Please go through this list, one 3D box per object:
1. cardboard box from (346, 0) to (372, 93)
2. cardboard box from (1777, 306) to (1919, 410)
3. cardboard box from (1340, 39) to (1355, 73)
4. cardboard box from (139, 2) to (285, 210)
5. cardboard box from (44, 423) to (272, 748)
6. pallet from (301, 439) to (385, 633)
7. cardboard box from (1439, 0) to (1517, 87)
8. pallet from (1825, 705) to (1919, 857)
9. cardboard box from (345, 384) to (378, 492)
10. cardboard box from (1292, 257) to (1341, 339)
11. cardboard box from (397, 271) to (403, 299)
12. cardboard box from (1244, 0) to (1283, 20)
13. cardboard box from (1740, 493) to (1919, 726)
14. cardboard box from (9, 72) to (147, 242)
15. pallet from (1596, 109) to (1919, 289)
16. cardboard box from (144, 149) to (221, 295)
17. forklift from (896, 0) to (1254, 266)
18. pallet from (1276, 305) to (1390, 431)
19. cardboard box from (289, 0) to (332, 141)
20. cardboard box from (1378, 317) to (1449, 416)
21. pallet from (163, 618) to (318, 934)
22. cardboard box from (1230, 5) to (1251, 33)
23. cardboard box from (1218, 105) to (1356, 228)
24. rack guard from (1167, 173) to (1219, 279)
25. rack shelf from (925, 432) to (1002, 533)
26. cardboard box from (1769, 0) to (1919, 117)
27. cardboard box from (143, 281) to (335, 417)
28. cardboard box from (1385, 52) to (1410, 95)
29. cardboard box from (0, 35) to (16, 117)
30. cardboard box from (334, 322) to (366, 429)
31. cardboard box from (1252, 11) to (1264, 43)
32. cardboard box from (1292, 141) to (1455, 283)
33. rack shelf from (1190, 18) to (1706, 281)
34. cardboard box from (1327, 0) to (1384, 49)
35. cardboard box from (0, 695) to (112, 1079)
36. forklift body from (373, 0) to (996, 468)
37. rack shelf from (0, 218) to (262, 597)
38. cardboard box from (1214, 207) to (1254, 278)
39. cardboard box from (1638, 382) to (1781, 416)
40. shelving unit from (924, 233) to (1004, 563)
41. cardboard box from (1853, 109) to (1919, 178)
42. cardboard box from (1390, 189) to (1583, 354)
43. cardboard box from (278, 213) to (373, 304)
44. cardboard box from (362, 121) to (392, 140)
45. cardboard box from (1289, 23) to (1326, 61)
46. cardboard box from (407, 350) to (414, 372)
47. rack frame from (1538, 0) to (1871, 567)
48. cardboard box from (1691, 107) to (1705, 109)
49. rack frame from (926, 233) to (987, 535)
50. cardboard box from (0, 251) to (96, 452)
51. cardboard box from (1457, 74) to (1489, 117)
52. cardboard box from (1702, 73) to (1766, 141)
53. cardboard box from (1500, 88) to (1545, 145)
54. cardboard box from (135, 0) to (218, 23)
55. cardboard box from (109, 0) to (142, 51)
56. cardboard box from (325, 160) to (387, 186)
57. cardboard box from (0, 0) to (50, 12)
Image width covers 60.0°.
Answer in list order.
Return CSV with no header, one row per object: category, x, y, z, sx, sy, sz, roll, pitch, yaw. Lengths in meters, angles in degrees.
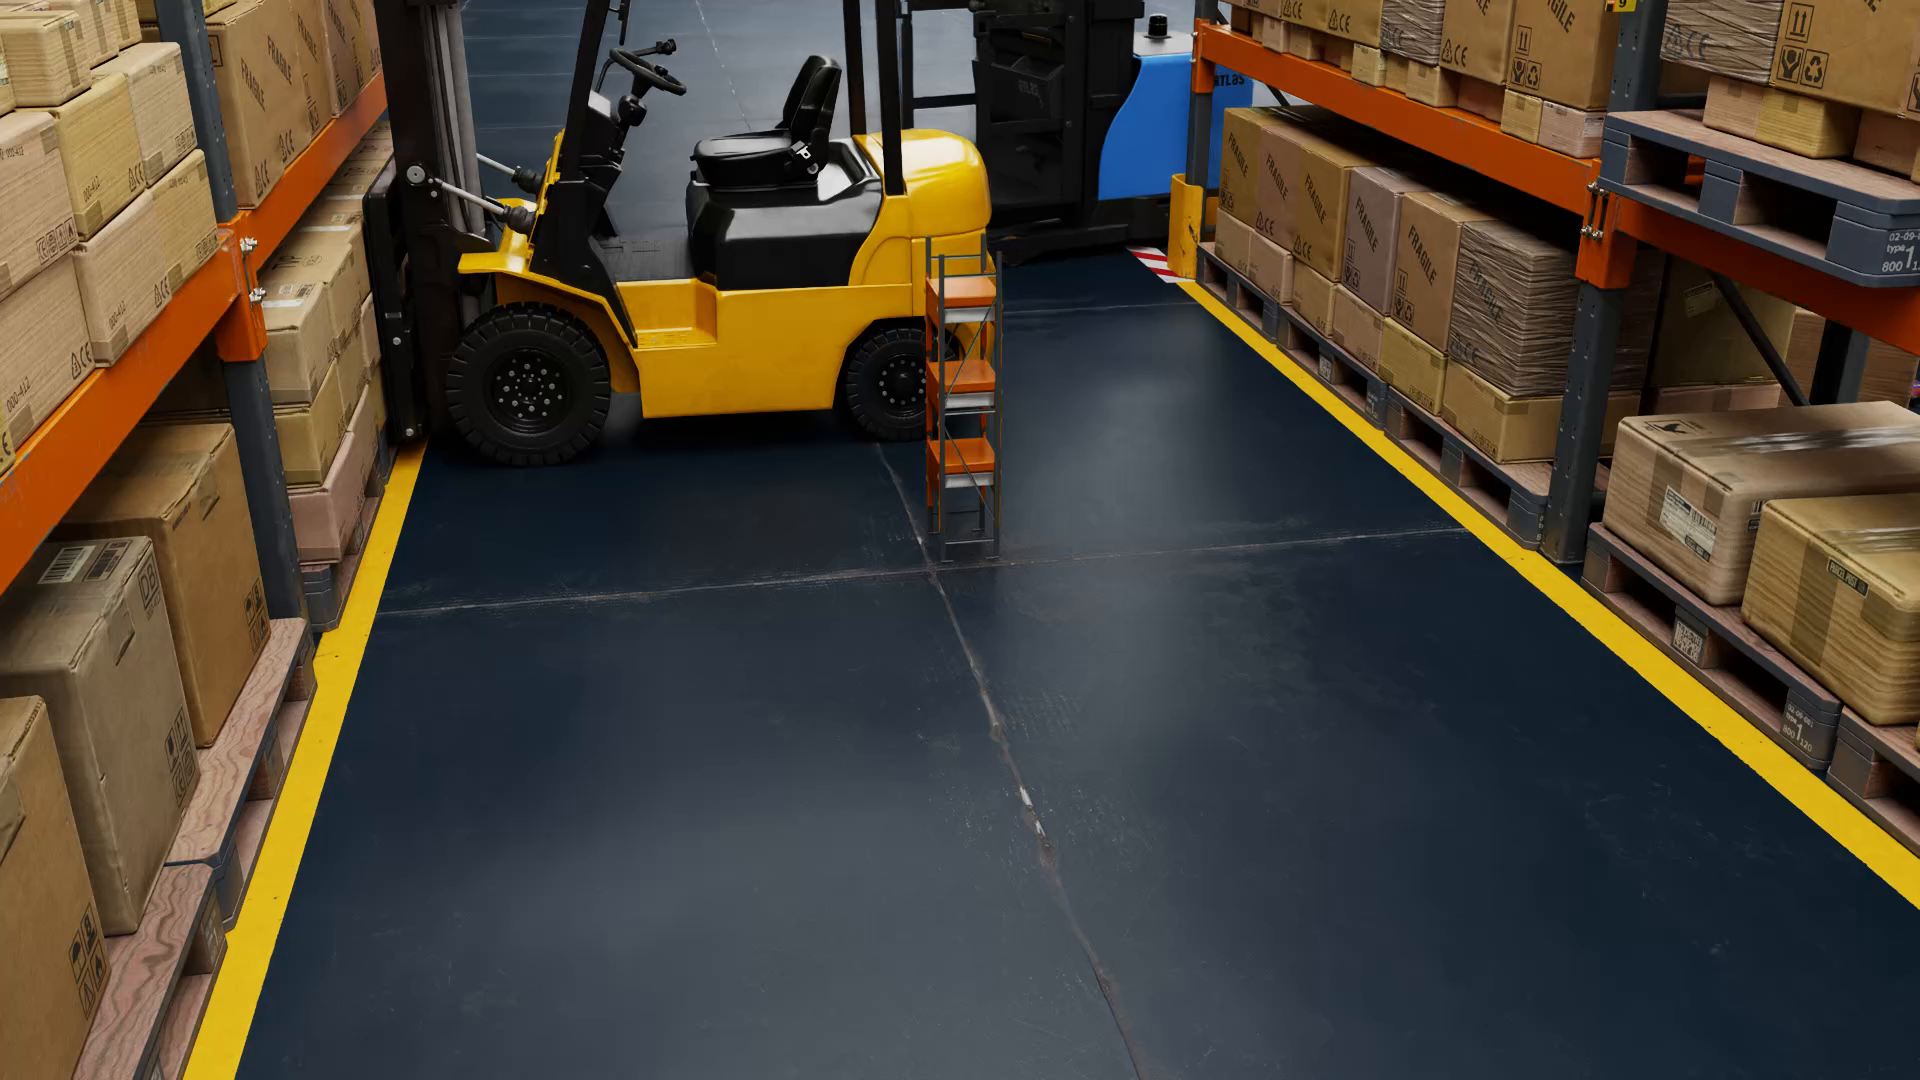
cardboard box,-2.616,-2.015,6.491,0.500,0.500,0.500,-5,24,-11
cardboard box,3.609,-0.723,6.777,0.500,0.500,0.500,13,27,27
cardboard box,1.829,-2.038,6.982,0.380,0.149,0.250,-5,24,-11
cardboard box,-2.233,-1.216,4.661,0.500,0.500,0.500,-5,24,-11
cardboard box,-2.300,0.124,4.161,0.875,0.625,0.625,-3,24,-7
pallet,-2.514,-0.014,5.519,1.003,0.211,1.213,-4,24,-10
cardboard box,2.041,-1.885,5.823,0.500,0.500,0.500,-4,24,-8
pallet,2.844,0.720,3.838,1.003,0.211,1.213,-4,24,-10
cardboard box,-2.281,-0.322,5.650,0.500,0.250,0.500,-5,24,-11
cardboard box,1.808,-1.098,7.427,0.500,0.250,0.500,-3,24,-6
cardboard box,-2.463,-0.946,6.454,0.500,0.250,0.500,-4,24,-10
cardboard box,1.644,-2.690,7.665,0.500,0.500,0.500,-4,24,-8
cardboard box,2.705,0.155,4.405,0.950,0.372,0.625,-3,24,-6
cardboard box,-1.964,-0.760,3.306,0.500,0.250,0.500,-5,24,-11
pallet,2.468,-0.946,4.407,1.003,0.211,1.213,-4,24,-10
cardboard box,-2.058,-0.729,3.858,0.500,0.250,0.500,-4,24,-9
forklift,0.150,-3.071,9.119,3.031,2.935,1.130,-11,26,-24
pallet,2.082,-0.810,7.340,1.003,0.211,1.213,-4,24,-10
cardboard box,-2.441,-1.619,5.583,0.500,0.500,0.500,-5,24,-10
cardboard box,1.988,-0.699,6.513,0.500,0.250,0.500,-5,24,-11
pallet,-2.233,0.589,4.138,1.003,0.211,1.213,-4,24,-10
cardboard box,1.589,-2.654,8.393,0.380,0.149,0.250,-4,24,-10
cardboard box,1.612,-1.847,8.206,0.500,0.500,0.500,-5,24,-12
rack guard,1.744,-1.743,9.116,1.175,0.500,0.348,-4,24,-10
rack shelf,0.010,-0.196,5.607,0.215,0.259,0.240,-4,24,-10
cardboard box,2.368,-1.317,3.996,0.500,0.500,0.500,-4,24,-10
cardboard box,-2.189,-0.580,4.992,0.500,0.250,0.500,-5,24,-11
cardboard box,1.902,-1.836,6.520,0.380,0.149,0.250,-5,24,-11
cardboard box,-1.902,-0.800,2.898,0.380,0.149,0.250,-5,24,-11
cardboard box,-2.289,-0.549,5.545,0.500,0.250,0.500,-4,24,-10
cardboard box,1.619,-2.446,7.916,0.380,0.149,0.250,-5,24,-11
cardboard box,1.798,-1.444,7.282,0.500,0.500,0.500,-4,24,-9
rack shelf,2.100,-1.802,7.027,1.077,0.370,4.000,-4,24,-10
cardboard box,1.841,-2.290,6.750,0.500,0.500,0.500,-5,24,-11
cardboard box,-2.023,0.725,2.784,0.875,0.625,0.625,-5,24,-12
forklift body,-1.004,-1.550,6.611,2.313,2.155,1.214,-4,24,-10
rack shelf,-2.038,0.140,2.580,1.077,0.370,4.000,-4,24,-10
cardboard box,1.607,-1.513,8.377,0.500,0.250,0.500,-5,24,-10
cardboard box,2.626,-0.529,6.125,0.500,0.250,0.500,-5,24,-12
shelving unit,0.010,-0.460,5.492,0.215,1.050,0.252,-4,24,-10
cardboard box,2.426,-0.977,4.028,0.380,0.149,0.250,-3,24,-6
cardboard box,2.001,-1.034,6.343,0.500,0.500,0.500,-4,24,-9
cardboard box,-2.377,-0.977,5.901,0.500,0.250,0.500,-3,24,-8
cardboard box,-2.756,-1.782,7.744,0.500,0.250,0.500,-4,24,-8
cardboard box,1.702,-2.243,7.452,0.380,0.149,0.250,-4,24,-8
cardboard box,-2.466,-0.724,6.571,0.500,0.250,0.500,-4,24,-8
rack frame,2.470,-1.345,5.082,1.000,3.000,0.127,-4,24,-10
cardboard box,2.629,-1.473,5.689,0.380,0.149,0.250,-4,24,-8
rack frame,-0.013,-0.508,5.602,0.200,1.050,0.008,-4,24,-10
cardboard box,-1.897,-0.334,2.954,0.500,0.250,0.500,-4,24,-9
cardboard box,2.054,-1.639,6.068,0.380,0.149,0.250,-5,24,-10
cardboard box,2.261,-1.182,4.497,0.380,0.149,0.250,-4,24,-9
cardboard box,2.058,-1.431,5.593,0.380,0.149,0.250,-4,24,-9
cardboard box,-2.208,-1.464,4.419,0.380,0.149,0.250,-5,24,-11
cardboard box,-2.126,-1.201,3.817,0.380,0.149,0.250,-3,24,-8
cardboard box,-2.552,-1.384,6.832,0.500,0.250,0.500,-4,24,-9
cardboard box,-2.067,-1.001,3.359,0.380,0.149,0.250,-4,24,-10
